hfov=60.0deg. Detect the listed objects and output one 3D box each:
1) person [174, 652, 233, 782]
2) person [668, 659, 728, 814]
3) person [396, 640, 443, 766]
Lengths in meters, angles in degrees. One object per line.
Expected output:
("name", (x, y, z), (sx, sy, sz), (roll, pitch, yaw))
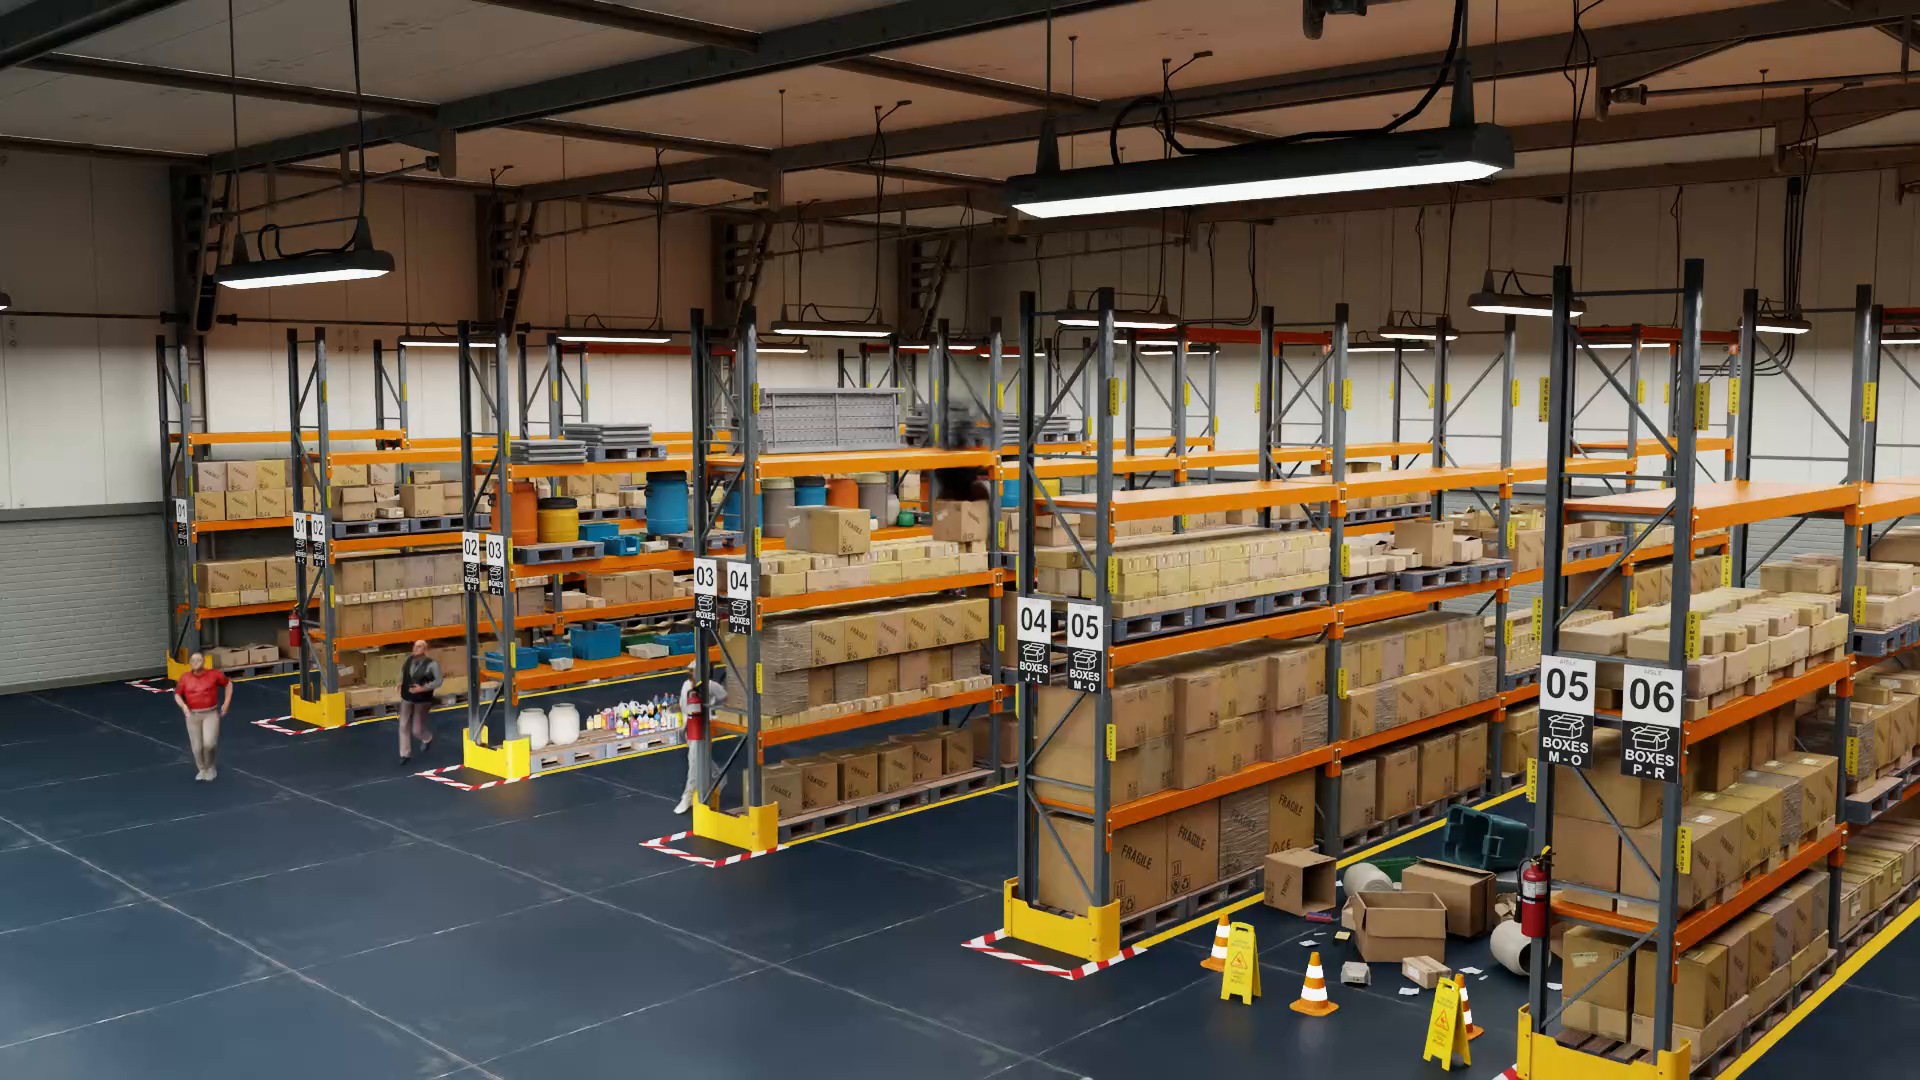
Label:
("person", (-9.812, 2.304, 21.546), (0.675, 1.698, 0.638), (-1, 6, -14))
("person", (-3.195, 2.353, 20.363), (0.672, 1.819, 0.928), (5, 7, 42))
("person", (-7.389, 2.206, 22.794), (0.696, 1.706, 0.804), (1, 6, 14))
